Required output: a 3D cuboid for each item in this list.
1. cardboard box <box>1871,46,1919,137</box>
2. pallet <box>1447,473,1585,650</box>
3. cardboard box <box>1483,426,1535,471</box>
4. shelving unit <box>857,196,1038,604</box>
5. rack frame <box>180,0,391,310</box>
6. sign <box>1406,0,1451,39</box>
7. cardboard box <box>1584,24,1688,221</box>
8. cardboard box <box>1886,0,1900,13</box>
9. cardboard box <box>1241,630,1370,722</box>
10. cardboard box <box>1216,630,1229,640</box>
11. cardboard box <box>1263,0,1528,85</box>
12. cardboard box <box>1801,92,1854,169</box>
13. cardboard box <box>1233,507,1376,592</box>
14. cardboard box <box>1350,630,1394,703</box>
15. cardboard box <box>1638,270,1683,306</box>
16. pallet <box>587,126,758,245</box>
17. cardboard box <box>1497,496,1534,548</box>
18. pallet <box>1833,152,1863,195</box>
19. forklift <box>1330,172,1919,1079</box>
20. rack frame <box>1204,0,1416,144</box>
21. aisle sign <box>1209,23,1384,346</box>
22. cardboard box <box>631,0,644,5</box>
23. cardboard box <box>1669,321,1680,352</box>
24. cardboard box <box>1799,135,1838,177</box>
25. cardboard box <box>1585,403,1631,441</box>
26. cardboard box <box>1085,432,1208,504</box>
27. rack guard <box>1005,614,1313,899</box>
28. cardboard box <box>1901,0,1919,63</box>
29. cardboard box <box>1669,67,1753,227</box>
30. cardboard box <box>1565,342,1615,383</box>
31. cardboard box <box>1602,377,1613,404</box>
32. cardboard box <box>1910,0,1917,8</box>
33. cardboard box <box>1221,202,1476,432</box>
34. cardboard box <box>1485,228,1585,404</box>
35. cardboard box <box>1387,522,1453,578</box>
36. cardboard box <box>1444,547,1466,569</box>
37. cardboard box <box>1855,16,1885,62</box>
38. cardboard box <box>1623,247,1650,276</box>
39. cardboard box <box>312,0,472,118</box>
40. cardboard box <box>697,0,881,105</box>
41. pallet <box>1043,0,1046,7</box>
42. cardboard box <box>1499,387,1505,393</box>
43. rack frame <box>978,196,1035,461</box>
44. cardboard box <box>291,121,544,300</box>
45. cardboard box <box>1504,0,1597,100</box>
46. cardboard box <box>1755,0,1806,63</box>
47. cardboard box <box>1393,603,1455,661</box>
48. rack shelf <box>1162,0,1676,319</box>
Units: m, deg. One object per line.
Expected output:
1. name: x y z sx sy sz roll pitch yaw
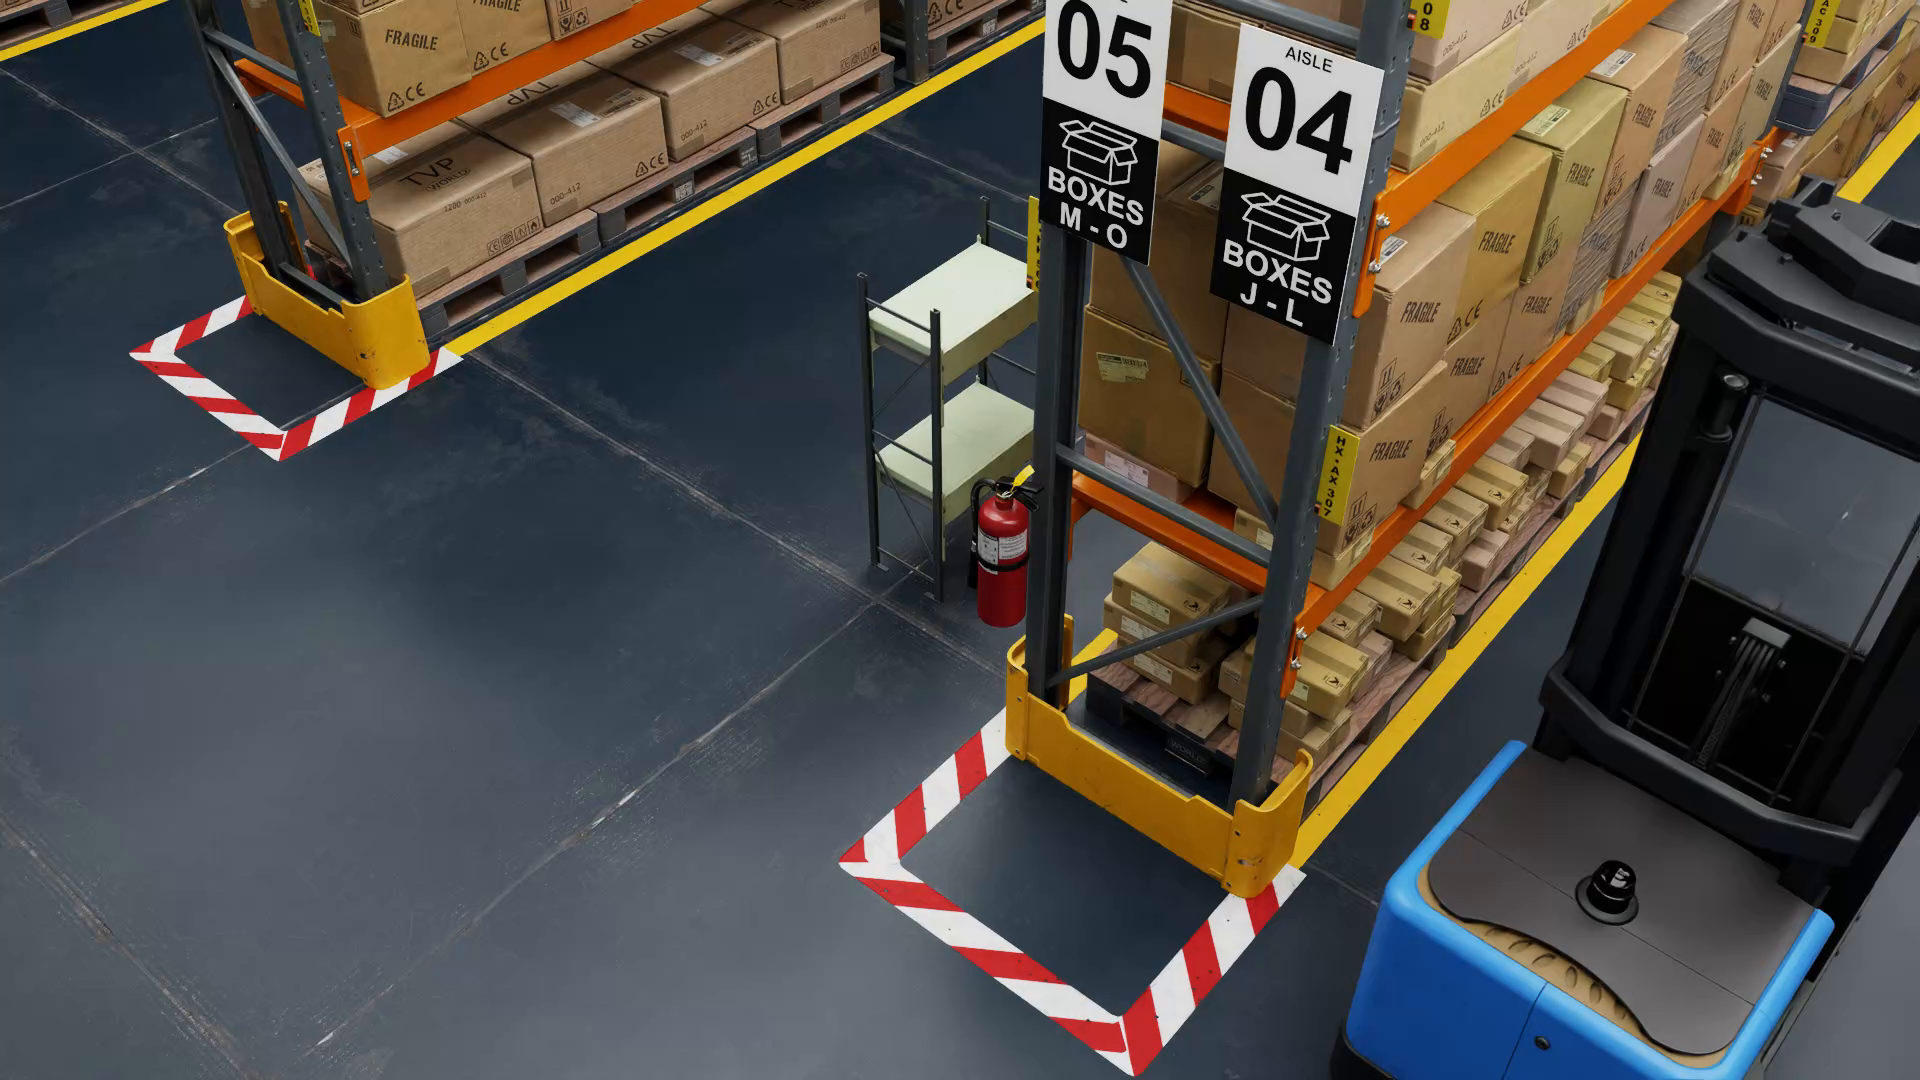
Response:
1. cardboard box: 5.247 -2.730 9.751 0.500 0.500 0.500 32 51 30
2. pallet: 2.043 -0.134 7.422 1.003 0.211 1.213 29 50 28
3. cardboard box: 2.177 -0.398 7.005 0.380 0.149 0.250 30 50 29
4. shelving unit: 0.004 -0.558 6.932 0.431 1.500 0.755 29 50 28
5. rack frame: -3.195 -2.189 7.610 1.000 3.000 0.127 29 50 28
6. sign: 1.075 -1.296 3.749 0.100 0.325 0.005 29 50 28
7. cardboard box: 2.148 -1.516 5.831 0.500 0.500 0.500 28 49 27
8. cardboard box: 4.170 -2.601 7.717 0.380 0.149 0.250 31 51 29
9. cardboard box: 1.256 0.459 6.063 0.380 0.149 0.250 27 49 27
10. cardboard box: 0.926 0.264 6.719 0.380 0.149 0.250 31 51 30
11. cardboard box: 1.147 -1.456 4.314 0.500 0.250 0.500 30 50 29
12. cardboard box: 4.252 -2.207 8.618 0.500 0.250 0.500 31 51 29
13. cardboard box: 1.118 -0.030 5.422 0.380 0.149 0.250 29 50 28
14. cardboard box: 1.412 0.416 6.331 0.380 0.149 0.250 29 50 28
15. cardboard box: 3.204 -1.182 7.868 0.380 0.149 0.250 31 51 29
16. pallet: -1.955 -2.228 9.726 1.003 0.211 1.213 29 50 28
17. cardboard box: 2.227 -0.132 7.155 0.380 0.149 0.250 30 50 28
18. pallet: 4.518 -2.158 9.649 1.003 0.211 1.213 29 50 28
19. forklift: 2.566 0.189 5.046 1.130 2.935 3.031 31 51 30
20. rack frame: 0.659 -2.317 3.292 1.000 3.000 0.127 29 50 28
21. aisle sign: 0.842 -0.892 4.251 0.394 0.787 0.004 29 50 28
22. cardboard box: -1.711 -3.141 8.582 0.500 0.500 0.500 31 51 30
23. cardboard box: 3.274 -1.068 7.963 0.380 0.149 0.250 31 50 29
24. cardboard box: 4.251 -1.927 8.868 0.500 0.500 0.500 32 51 30
25. cardboard box: 2.890 -0.647 7.721 0.380 0.149 0.250 28 49 27
26. cardboard box: 0.653 -0.295 5.714 0.380 0.149 0.250 30 50 28
27. rack guard: 0.708 0.788 6.194 1.175 0.500 0.348 29 50 28
28. cardboard box: 5.252 -2.995 9.485 0.500 0.250 0.500 30 50 29
29. cardboard box: 2.803 -1.666 6.740 0.500 0.500 0.500 28 49 27
30. cardboard box: 2.688 -0.802 7.450 0.380 0.149 0.250 31 51 30
31. cardboard box: 2.714 -0.691 7.549 0.380 0.149 0.250 30 50 29
32. cardboard box: 4.503 -2.756 8.108 0.380 0.149 0.250 27 49 27
33. cardboard box: 1.151 -0.731 4.968 0.500 0.500 0.500 29 50 28
34. cardboard box: 1.809 -0.890 5.886 0.500 0.500 0.500 30 50 29
35. cardboard box: 1.698 0.027 6.538 0.380 0.149 0.250 27 49 27
36. cardboard box: 1.848 -0.011 6.800 0.380 0.149 0.250 27 49 27
37. cardboard box: 4.013 -2.369 7.682 0.380 0.149 0.250 30 50 29
38. cardboard box: 2.592 -1.250 6.764 0.380 0.149 0.250 27 49 27
39. cardboard box: -2.666 -2.349 7.711 0.500 0.500 0.500 29 50 28
40. cardboard box: -1.107 -3.179 10.291 0.875 0.438 0.875 29 50 28
41. pallet: 0.603 -4.278 11.980 1.003 0.211 1.213 29 50 28
42. cardboard box: 1.900 -0.731 6.193 0.380 0.149 0.250 29 49 28
43. rack frame: 0.240 -0.747 7.139 0.400 1.500 0.023 29 50 28
44. cardboard box: -2.846 -1.779 8.752 0.875 0.438 0.875 28 49 27
45. cardboard box: 1.486 -1.542 4.780 0.500 0.250 0.500 31 51 30
46. cardboard box: 3.138 -2.315 6.710 0.500 0.500 0.500 28 49 27
47. cardboard box: 1.750 0.285 6.696 0.380 0.149 0.250 30 50 29
48. rack shelf: 1.946 -1.971 5.676 1.077 0.370 4.000 29 50 28
